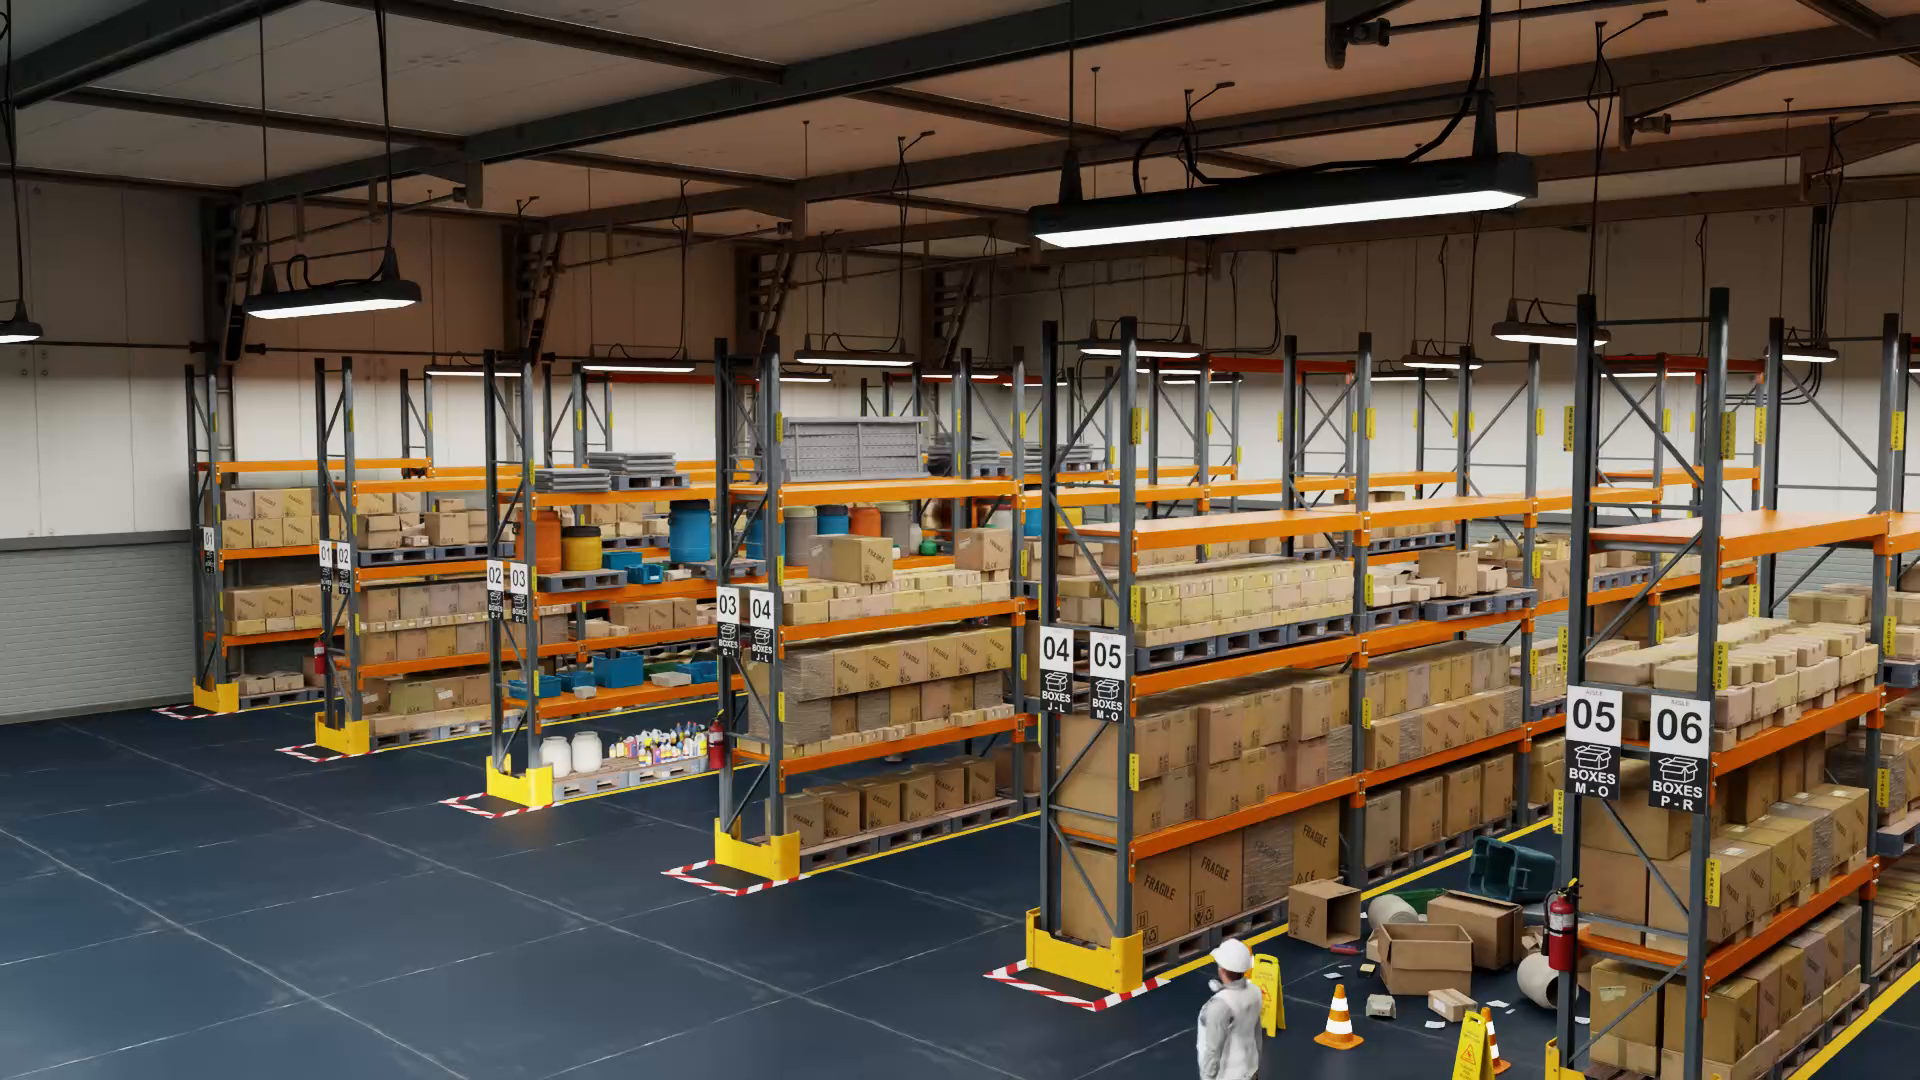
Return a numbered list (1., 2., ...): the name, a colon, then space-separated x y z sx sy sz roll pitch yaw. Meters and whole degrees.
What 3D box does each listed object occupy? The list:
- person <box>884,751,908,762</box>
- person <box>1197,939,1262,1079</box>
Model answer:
1. person: -0.927 2.496 24.668 0.399 1.550 0.510 2 5 26
2. person: 1.739 3.447 10.718 0.396 1.783 0.561 2 5 26
